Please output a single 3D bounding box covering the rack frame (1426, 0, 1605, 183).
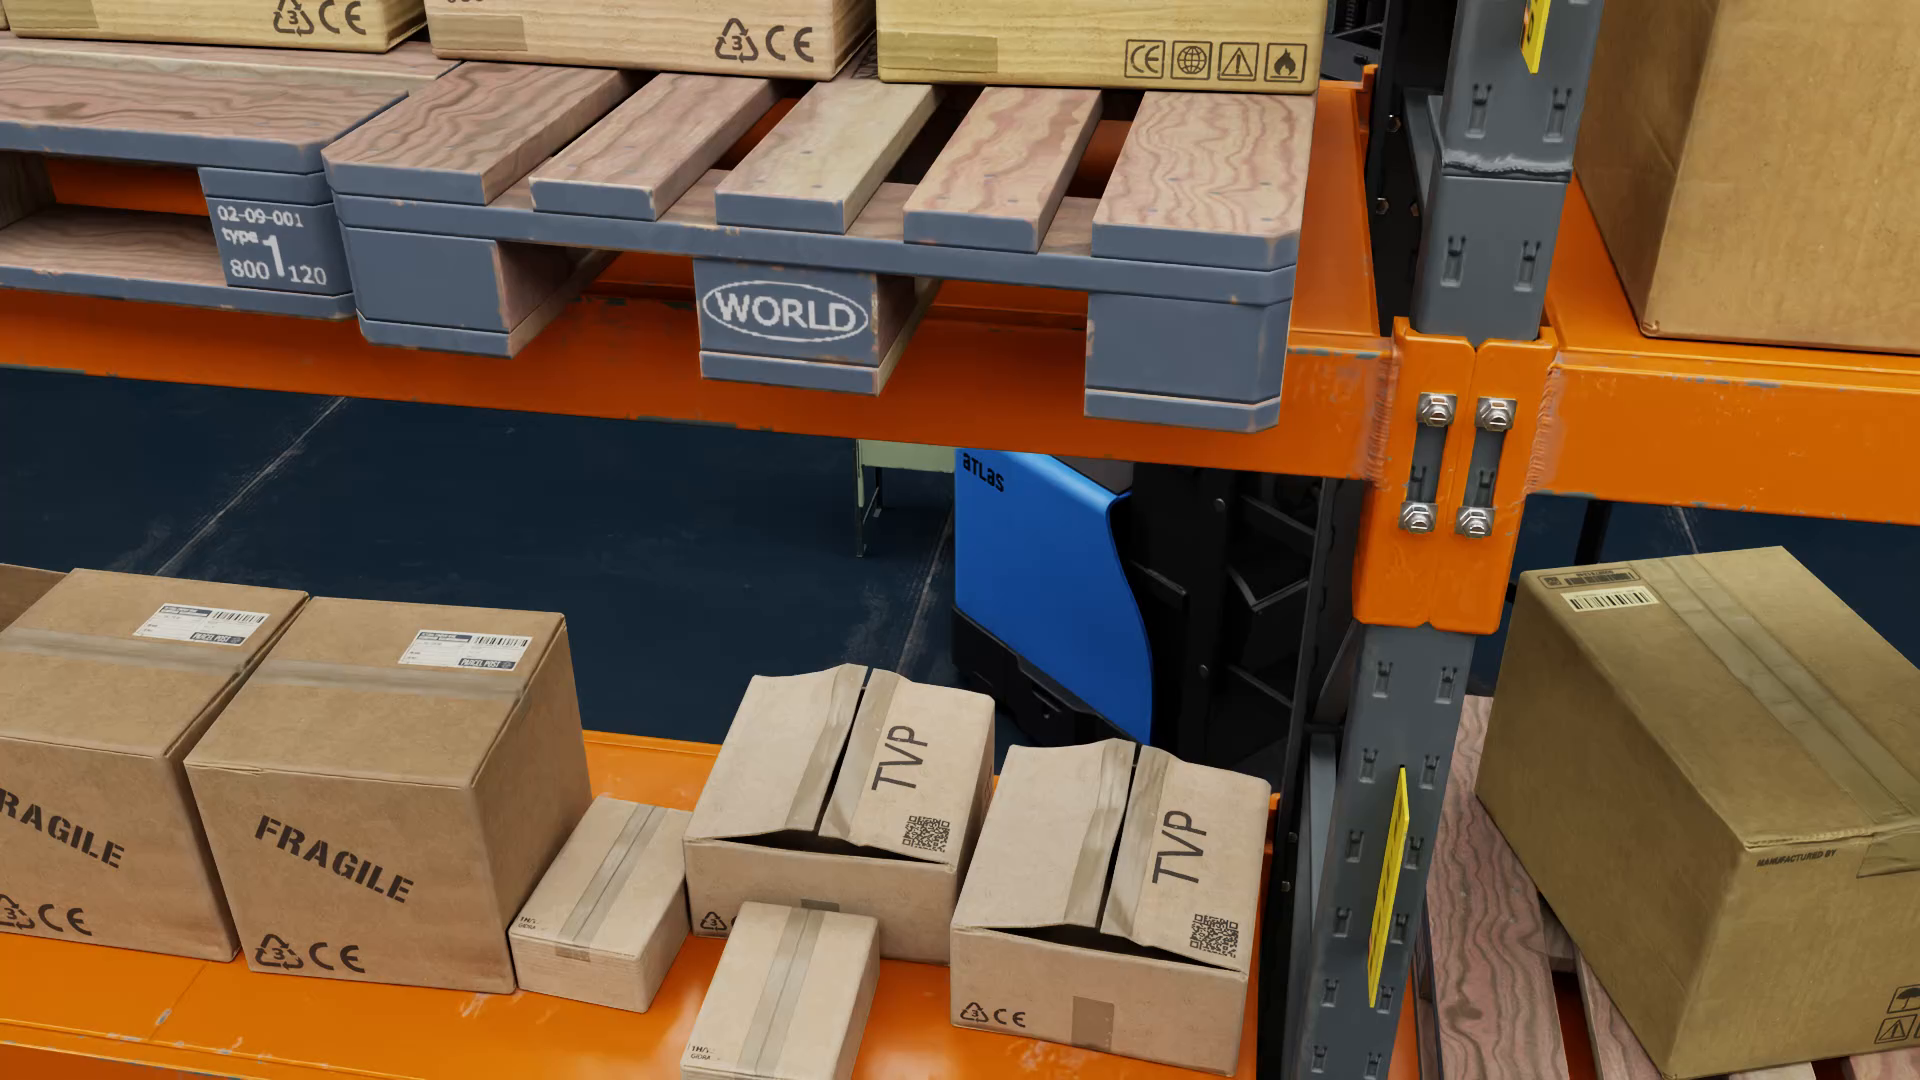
[{"bbox_3d":[0.634,-1.897,1.298,0.127,3.000,1.000,5,32,8],"label":"rack frame"}]

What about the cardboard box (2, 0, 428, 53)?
[{"bbox_3d":[-0.905,-0.845,2.191,0.500,0.250,0.500,5,32,7],"label":"cardboard box"}]

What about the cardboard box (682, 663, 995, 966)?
[{"bbox_3d":[-0.215,0.503,3.203,0.500,0.311,0.500,5,32,8],"label":"cardboard box"}]

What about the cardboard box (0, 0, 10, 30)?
[{"bbox_3d":[-1.435,-0.894,2.269,0.500,0.250,0.500,3,32,4],"label":"cardboard box"}]

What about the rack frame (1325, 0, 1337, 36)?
[{"bbox_3d":[1.464,-1.945,7.030,0.127,3.000,1.000,5,32,8],"label":"rack frame"}]

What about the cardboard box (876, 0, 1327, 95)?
[{"bbox_3d":[0.177,-0.751,2.040,0.500,0.250,0.500,3,32,5],"label":"cardboard box"}]

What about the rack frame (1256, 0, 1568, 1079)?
[{"bbox_3d":[0.634,0.646,2.890,0.127,3.000,1.000,5,32,8],"label":"rack frame"}]

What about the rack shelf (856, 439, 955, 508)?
[{"bbox_3d":[-0.007,-0.360,6.526,0.720,0.370,0.431,5,32,8],"label":"rack shelf"}]

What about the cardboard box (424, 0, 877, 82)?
[{"bbox_3d":[-0.343,-0.788,2.100,0.500,0.250,0.500,6,33,10],"label":"cardboard box"}]

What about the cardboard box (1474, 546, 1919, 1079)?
[{"bbox_3d":[1.274,0.423,2.757,0.500,0.500,0.700,-5,32,-8],"label":"cardboard box"}]

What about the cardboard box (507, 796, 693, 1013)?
[{"bbox_3d":[-0.633,0.669,3.092,0.250,0.149,0.380,8,33,12],"label":"cardboard box"}]

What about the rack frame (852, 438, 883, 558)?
[{"bbox_3d":[-0.367,-0.669,6.405,0.023,1.500,0.400,5,32,8],"label":"rack frame"}]

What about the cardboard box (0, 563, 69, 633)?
[{"bbox_3d":[-2.035,0.371,3.236,0.500,0.500,0.500,7,33,12],"label":"cardboard box"}]

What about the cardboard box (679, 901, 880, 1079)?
[{"bbox_3d":[-0.299,0.817,2.854,0.250,0.149,0.380,5,32,8],"label":"cardboard box"}]

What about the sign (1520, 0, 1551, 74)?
[{"bbox_3d":[0.533,-0.588,1.474,0.005,0.325,0.100,5,32,8],"label":"sign"}]

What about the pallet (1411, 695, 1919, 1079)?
[{"bbox_3d":[1.314,0.752,2.903,1.003,0.211,1.213,5,32,8],"label":"pallet"}]

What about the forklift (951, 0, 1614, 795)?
[{"bbox_3d":[1.265,-0.309,4.481,1.130,2.935,3.031,-22,38,-31],"label":"forklift"}]

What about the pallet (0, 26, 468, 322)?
[{"bbox_3d":[-1.153,-0.657,2.323,1.213,0.211,1.003,7,33,10],"label":"pallet"}]

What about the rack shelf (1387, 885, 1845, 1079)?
[{"bbox_3d":[2.605,1.130,2.796,4.000,0.370,1.077,5,32,8],"label":"rack shelf"}]

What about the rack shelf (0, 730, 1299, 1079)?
[{"bbox_3d":[-1.338,0.773,3.366,4.000,0.370,1.077,5,32,8],"label":"rack shelf"}]

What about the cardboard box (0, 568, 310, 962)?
[{"bbox_3d":[-1.542,0.416,3.164,0.500,0.500,0.500,5,32,8],"label":"cardboard box"}]

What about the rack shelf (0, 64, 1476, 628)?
[{"bbox_3d":[-1.338,-0.499,2.570,4.000,0.370,1.077,5,32,8],"label":"rack shelf"}]

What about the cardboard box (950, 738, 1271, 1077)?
[{"bbox_3d":[0.283,0.629,3.002,0.500,0.311,0.500,7,33,11],"label":"cardboard box"}]

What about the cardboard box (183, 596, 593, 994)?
[{"bbox_3d":[-1.023,0.463,3.089,0.500,0.500,0.500,3,32,6],"label":"cardboard box"}]

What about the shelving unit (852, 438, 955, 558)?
[{"bbox_3d":[-0.007,-0.636,6.353,0.755,1.500,0.431,5,32,8],"label":"shelving unit"}]

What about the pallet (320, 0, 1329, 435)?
[{"bbox_3d":[-0.050,-0.559,2.166,1.003,0.211,1.213,7,33,10],"label":"pallet"}]

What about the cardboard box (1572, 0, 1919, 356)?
[{"bbox_3d":[1.070,-0.646,2.034,0.500,0.500,0.910,5,32,8],"label":"cardboard box"}]

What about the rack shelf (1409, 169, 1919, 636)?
[{"bbox_3d":[2.605,-0.142,2.000,4.000,0.370,1.077,5,32,8],"label":"rack shelf"}]

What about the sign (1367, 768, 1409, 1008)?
[{"bbox_3d":[0.544,0.446,2.119,0.005,0.325,0.100,5,32,8],"label":"sign"}]
